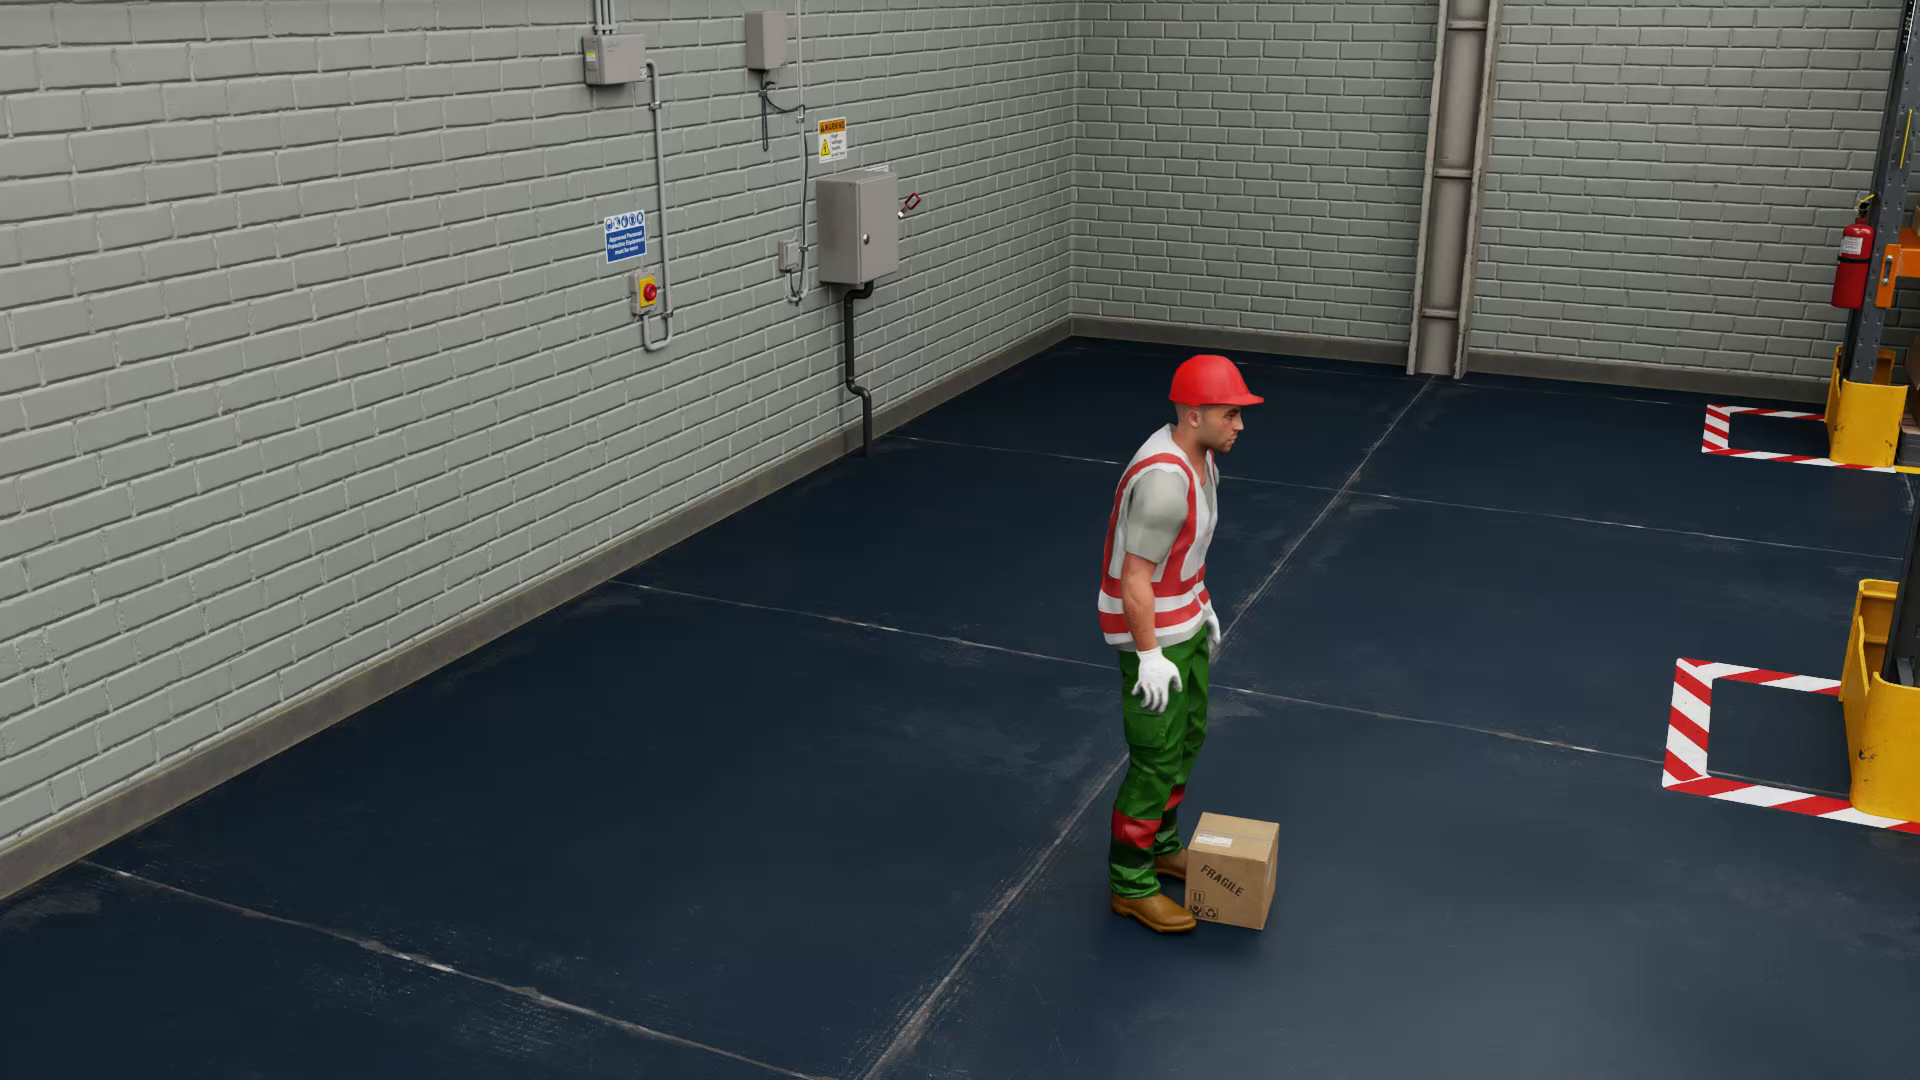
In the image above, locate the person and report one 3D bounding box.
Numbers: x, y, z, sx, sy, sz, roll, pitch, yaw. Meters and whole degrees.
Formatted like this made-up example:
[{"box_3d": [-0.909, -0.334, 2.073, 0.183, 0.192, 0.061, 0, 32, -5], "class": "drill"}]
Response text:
[{"box_3d": [0.667, 0.300, 5.160, 0.455, 1.779, 0.611, 8, 20, 22], "class": "person"}]
